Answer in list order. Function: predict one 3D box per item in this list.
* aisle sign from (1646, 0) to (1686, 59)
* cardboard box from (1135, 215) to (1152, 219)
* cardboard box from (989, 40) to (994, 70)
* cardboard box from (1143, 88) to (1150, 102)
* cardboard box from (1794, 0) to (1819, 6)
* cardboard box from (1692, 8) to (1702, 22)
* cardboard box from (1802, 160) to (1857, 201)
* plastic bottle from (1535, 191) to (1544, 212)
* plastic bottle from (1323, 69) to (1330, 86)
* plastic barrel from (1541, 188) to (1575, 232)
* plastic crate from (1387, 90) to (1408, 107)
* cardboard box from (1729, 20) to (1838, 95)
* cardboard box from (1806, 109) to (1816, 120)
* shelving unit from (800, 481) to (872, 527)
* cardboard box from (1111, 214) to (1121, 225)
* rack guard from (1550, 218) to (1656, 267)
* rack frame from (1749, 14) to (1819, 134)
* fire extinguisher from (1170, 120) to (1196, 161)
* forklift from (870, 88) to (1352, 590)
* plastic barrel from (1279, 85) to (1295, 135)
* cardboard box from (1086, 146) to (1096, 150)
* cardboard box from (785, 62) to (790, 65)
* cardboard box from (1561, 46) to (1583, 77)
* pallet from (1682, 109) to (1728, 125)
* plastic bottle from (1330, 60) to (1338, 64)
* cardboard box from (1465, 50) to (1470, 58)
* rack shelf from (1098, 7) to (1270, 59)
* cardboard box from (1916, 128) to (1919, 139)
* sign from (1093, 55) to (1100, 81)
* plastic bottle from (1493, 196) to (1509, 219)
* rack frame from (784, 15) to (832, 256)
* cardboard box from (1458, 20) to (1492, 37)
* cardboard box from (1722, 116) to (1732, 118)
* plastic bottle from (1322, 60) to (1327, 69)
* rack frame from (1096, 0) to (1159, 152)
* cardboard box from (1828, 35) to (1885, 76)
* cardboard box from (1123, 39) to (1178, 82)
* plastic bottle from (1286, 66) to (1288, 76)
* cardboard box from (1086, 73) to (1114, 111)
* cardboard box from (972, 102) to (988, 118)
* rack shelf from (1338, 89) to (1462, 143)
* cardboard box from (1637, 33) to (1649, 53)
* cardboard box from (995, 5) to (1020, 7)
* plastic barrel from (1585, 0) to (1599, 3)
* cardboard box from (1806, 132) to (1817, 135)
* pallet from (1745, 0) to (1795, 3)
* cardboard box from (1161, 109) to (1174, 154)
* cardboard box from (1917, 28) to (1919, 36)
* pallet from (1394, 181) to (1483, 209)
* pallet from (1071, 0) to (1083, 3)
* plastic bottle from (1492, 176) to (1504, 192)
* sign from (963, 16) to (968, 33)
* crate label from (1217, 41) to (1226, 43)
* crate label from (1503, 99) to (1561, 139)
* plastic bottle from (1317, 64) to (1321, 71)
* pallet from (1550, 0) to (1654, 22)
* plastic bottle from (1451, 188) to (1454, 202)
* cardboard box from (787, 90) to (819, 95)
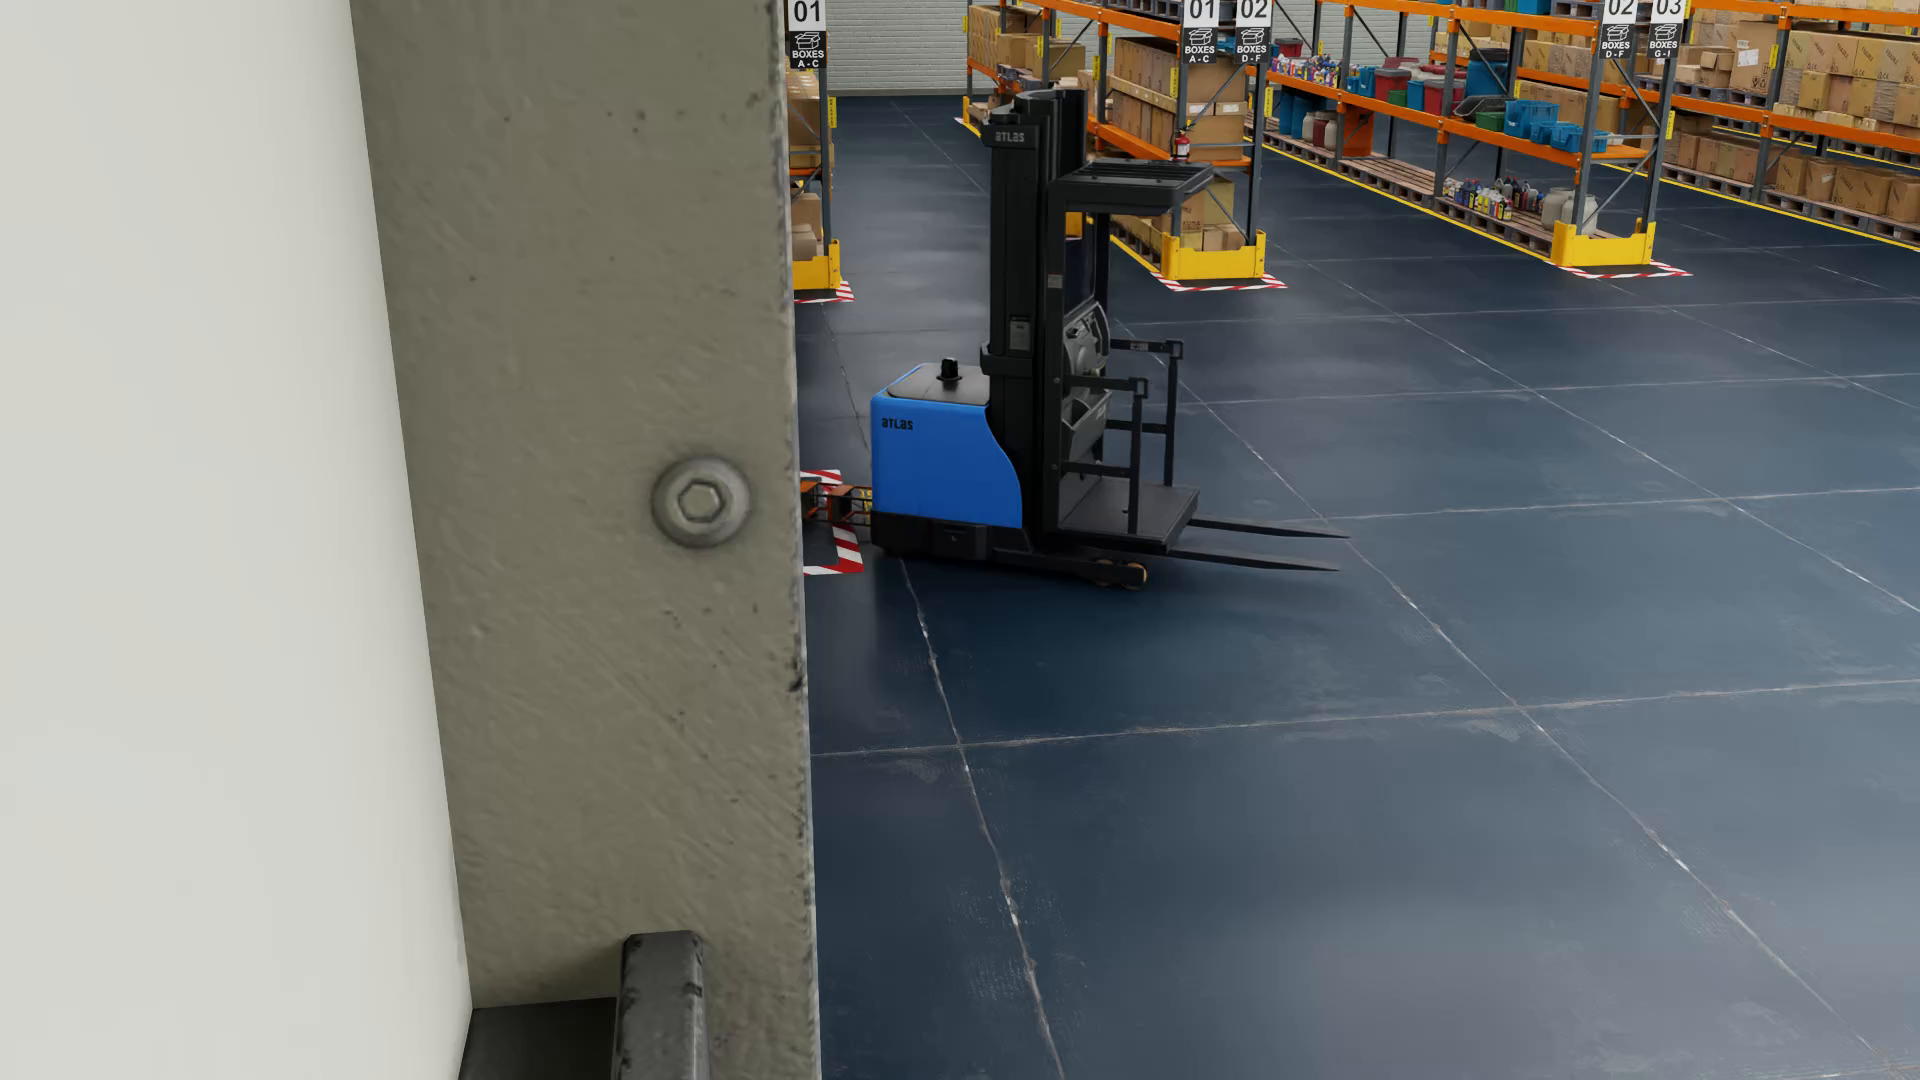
[{"bbox_3d":[8.157,-5.970,19.197,0.394,0.787,0.004,-3,21,-8],"label":"aisle sign"},{"bbox_3d":[2.425,-4.290,20.672,0.500,0.500,0.500,-3,21,-8],"label":"cardboard box"},{"bbox_3d":[0.824,-9.054,31.027,0.500,0.500,0.500,-2,21,-6],"label":"cardboard box"},{"bbox_3d":[2.486,-5.524,20.649,0.380,0.149,0.250,-3,21,-8],"label":"cardboard box"},{"bbox_3d":[11.993,-7.563,23.105,0.500,0.250,0.500,-4,21,-10],"label":"cardboard box"},{"bbox_3d":[15.309,-10.897,34.107,0.500,0.500,0.500,-3,21,-9],"label":"cardboard box"},{"bbox_3d":[12.290,-5.084,23.514,0.500,0.500,0.500,4,21,9],"label":"cardboard box"},{"bbox_3d":[7.811,-4.557,22.400,0.097,0.271,0.097,0,20,0],"label":"plastic bottle"},{"bbox_3d":[6.164,-7.778,27.939,0.097,0.271,0.097,0,20,0],"label":"plastic bottle"},{"bbox_3d":[7.614,-4.191,21.105,0.421,0.512,0.421,0,20,0],"label":"plastic barrel"},{"bbox_3d":[6.750,-6.636,25.000,0.450,0.188,0.662,-3,21,-8],"label":"plastic crate"},{"bbox_3d":[12.206,-7.157,24.633,1.000,1.000,1.000,-3,21,-7],"label":"cardboard box"},{"bbox_3d":[12.047,-5.931,23.168,0.380,0.149,0.250,-3,21,-8],"label":"cardboard box"},{"bbox_3d":[-1.044,-0.272,11.611,1.050,0.215,0.252,6,21,18],"label":"shelving unit"},{"bbox_3d":[2.279,-4.284,21.730,0.500,0.250,0.500,-3,21,-8],"label":"cardboard box"},{"bbox_3d":[7.800,-3.615,20.180,1.175,0.500,0.348,-3,21,-8],"label":"rack guard"},{"bbox_3d":[15.951,-9.382,32.048,1.000,3.000,0.127,-3,21,-8],"label":"rack frame"},{"bbox_3d":[2.512,-4.413,18.855,0.296,0.674,0.183,-3,21,-8],"label":"fire extinguisher"},{"bbox_3d":[0.984,-1.270,10.427,3.031,2.935,1.130,7,22,18],"label":"forklift"},{"bbox_3d":[6.189,-7.941,30.590,0.600,0.901,0.708,-3,21,-8],"label":"plastic barrel"},{"bbox_3d":[1.817,-5.722,24.778,0.500,0.311,0.500,-3,21,-8],"label":"cardboard box"},{"bbox_3d":[-2.762,-6.498,23.556,0.700,0.500,0.500,0,20,0],"label":"cardboard box"},{"bbox_3d":[11.072,-8.516,29.586,0.500,0.500,0.500,-3,21,-7],"label":"cardboard box"},{"bbox_3d":[15.640,-8.730,34.287,1.003,0.211,1.213,-3,21,-8],"label":"pallet"},{"bbox_3d":[6.649,-8.391,29.572,0.152,0.276,0.135,-3,21,-8],"label":"plastic bottle"},{"bbox_3d":[10.400,-9.762,33.425,0.380,0.149,0.250,-3,21,-9],"label":"cardboard box"},{"bbox_3d":[2.667,-6.274,20.469,1.077,0.370,4.000,-3,21,-8],"label":"rack shelf"},{"bbox_3d":[12.391,-5.153,21.085,0.380,0.149,0.250,-3,21,-8],"label":"cardboard box"},{"bbox_3d":[1.843,-6.373,22.451,0.100,0.325,0.005,-3,21,-8],"label":"sign"},{"bbox_3d":[7.149,-4.395,21.959,0.152,0.276,0.135,-3,21,-7],"label":"plastic bottle"},{"bbox_3d":[-1.946,-4.262,18.341,1.000,3.000,0.127,-3,21,-8],"label":"rack frame"},{"bbox_3d":[10.407,-10.440,33.599,0.500,0.500,0.500,-3,21,-9],"label":"cardboard box"},{"bbox_3d":[15.501,-8.544,33.279,0.380,0.149,0.250,-4,21,-10],"label":"cardboard box"},{"bbox_3d":[6.509,-8.423,29.664,0.097,0.271,0.097,0,20,0],"label":"plastic bottle"},{"bbox_3d":[2.378,-5.898,22.722,1.000,3.000,0.127,-3,21,-8],"label":"rack frame"},{"bbox_3d":[12.140,-6.537,22.433,0.500,0.500,0.500,-3,21,-8],"label":"cardboard box"},{"bbox_3d":[2.523,-6.225,21.598,0.700,0.500,0.500,-3,21,-8],"label":"cardboard box"},{"bbox_3d":[5.888,-8.409,29.726,0.097,0.201,0.097,0,20,0],"label":"plastic bottle"},{"bbox_3d":[2.136,-6.568,24.371,0.500,0.500,0.500,-3,21,-8],"label":"cardboard box"},{"bbox_3d":[0.518,-8.596,33.244,0.500,0.250,0.500,-3,21,-8],"label":"cardboard box"},{"bbox_3d":[6.992,-6.502,25.367,1.077,0.370,4.000,-3,21,-8],"label":"rack shelf"},{"bbox_3d":[11.516,-8.552,28.251,0.797,0.503,0.637,-2,21,-6],"label":"cardboard box"},{"bbox_3d":[0.985,-10.428,33.278,0.500,0.500,0.500,-3,21,-8],"label":"cardboard box"},{"bbox_3d":[7.661,-6.727,19.439,0.600,0.830,0.708,-3,21,-8],"label":"plastic barrel"},{"bbox_3d":[15.962,-7.774,30.717,0.500,0.500,0.500,-3,21,-7],"label":"cardboard box"},{"bbox_3d":[12.198,-7.933,24.151,1.213,0.211,1.003,-3,21,-8],"label":"pallet"},{"bbox_3d":[2.820,-4.904,19.917,0.700,0.500,0.500,-2,21,-6],"label":"cardboard box"},{"bbox_3d":[20.288,-10.394,34.616,0.500,0.500,0.500,-2,21,-6],"label":"cardboard box"},{"bbox_3d":[7.129,-5.111,24.598,1.003,0.211,1.213,-3,21,-8],"label":"pallet"},{"bbox_3d":[2.152,-7.983,24.284,1.003,0.211,1.213,-2,21,-5],"label":"pallet"},{"bbox_3d":[7.516,-4.896,23.196,0.144,0.351,0.185,-3,21,-8],"label":"plastic bottle"},{"bbox_3d":[0.112,-10.431,33.621,0.100,0.325,0.005,-3,21,-8],"label":"sign"},{"bbox_3d":[5.261,-10.149,34.257,0.416,0.233,0.303,-3,21,-8],"label":"crate label"},{"bbox_3d":[7.324,-5.402,21.342,0.502,0.435,0.616,-3,21,-8],"label":"crate label"},{"bbox_3d":[6.175,-8.063,28.683,0.061,0.283,0.133,-3,21,-8],"label":"plastic bottle"},{"bbox_3d":[7.835,-6.370,19.967,1.003,0.211,1.213,-3,21,-8],"label":"pallet"},{"bbox_3d":[6.922,-4.839,23.256,0.097,0.201,0.097,0,20,0],"label":"plastic bottle"},{"bbox_3d":[-1.779,-4.905,19.175,0.500,0.500,0.500,-3,21,-8],"label":"cardboard box"}]
